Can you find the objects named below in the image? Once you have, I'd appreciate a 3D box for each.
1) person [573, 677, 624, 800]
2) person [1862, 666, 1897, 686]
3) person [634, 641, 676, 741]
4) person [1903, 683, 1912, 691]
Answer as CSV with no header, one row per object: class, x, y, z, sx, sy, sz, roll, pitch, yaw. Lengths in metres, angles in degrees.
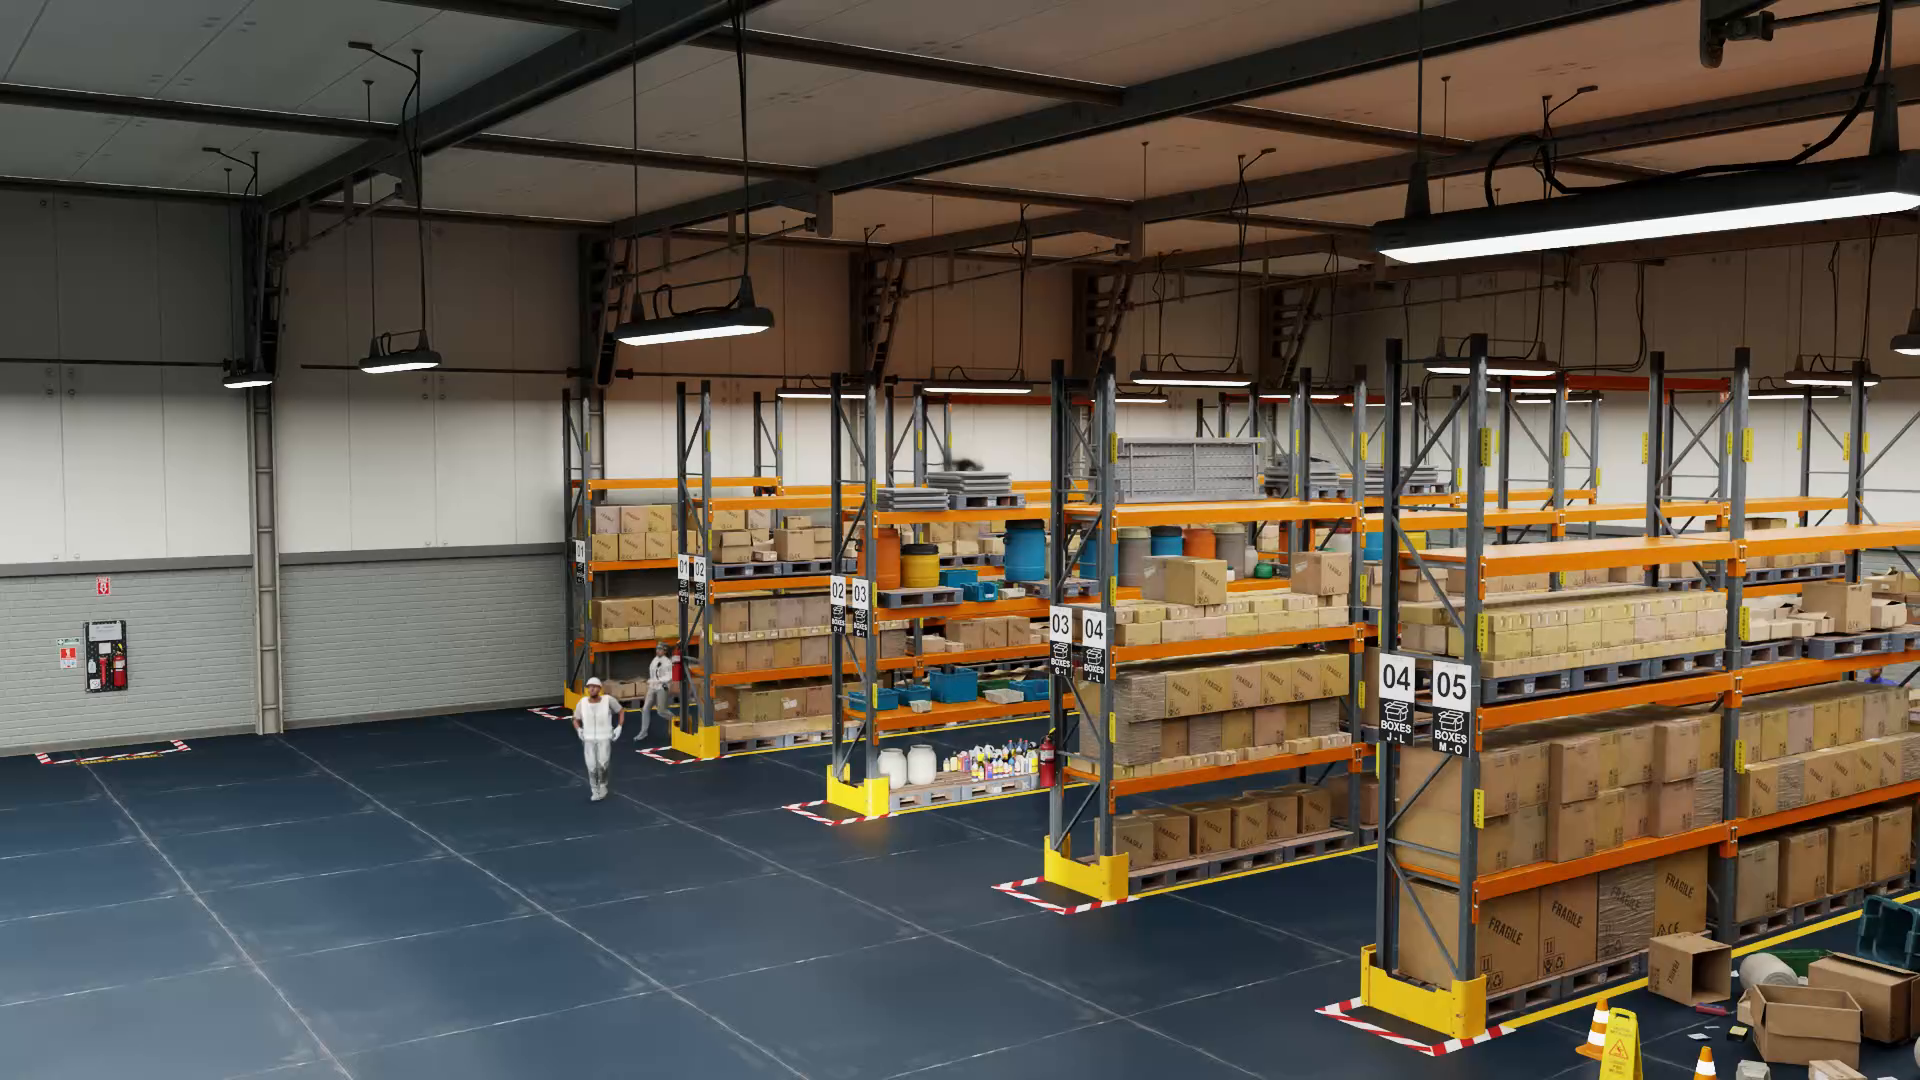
person,-5.088,2.794,23.279,0.684,1.737,0.575,0,4,-2
person,13.996,2.718,25.394,0.712,1.689,0.554,-2,4,-34
person,-5.043,2.528,28.057,0.645,1.684,0.887,3,5,43
person,12.900,2.822,22.752,0.893,1.750,0.674,-3,5,-42
